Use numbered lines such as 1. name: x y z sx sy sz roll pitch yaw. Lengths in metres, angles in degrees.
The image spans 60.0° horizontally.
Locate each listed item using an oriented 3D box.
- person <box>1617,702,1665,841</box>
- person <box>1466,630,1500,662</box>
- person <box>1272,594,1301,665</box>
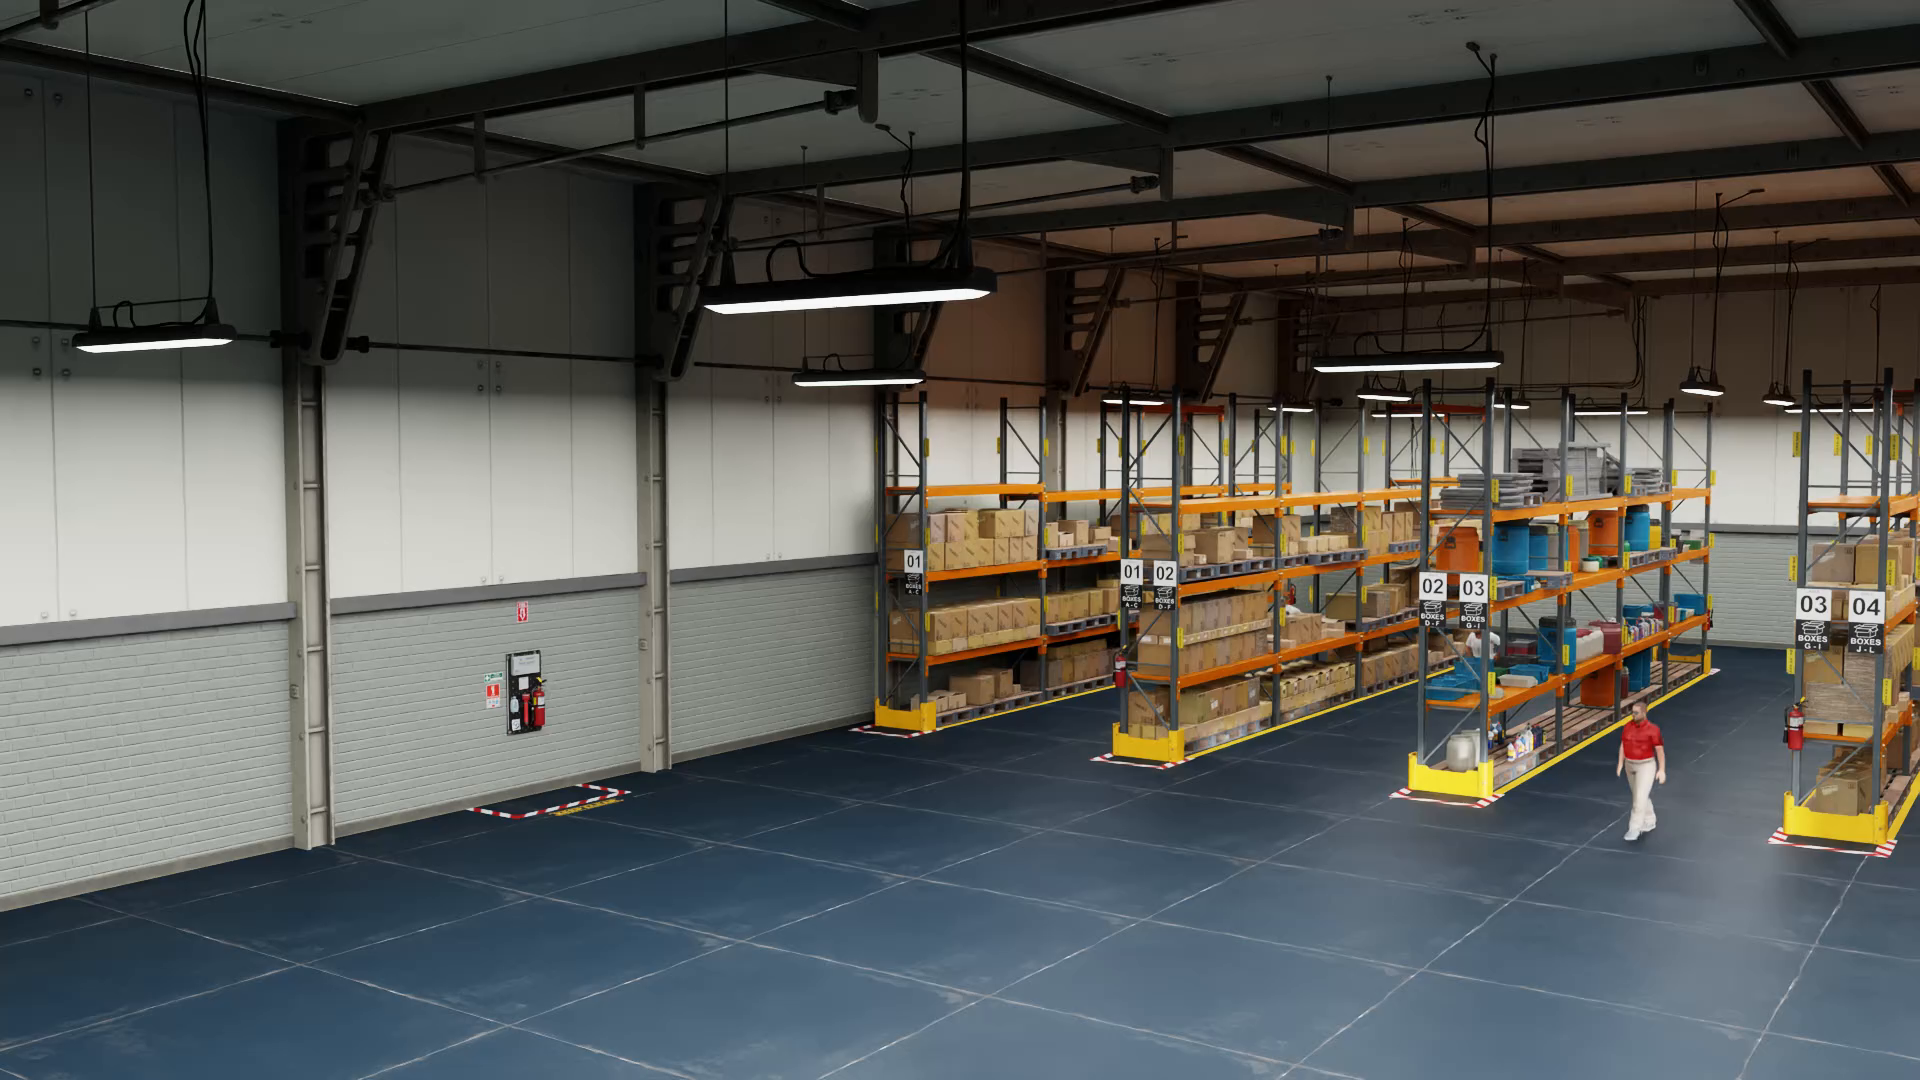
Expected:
1. person: 8.720 2.941 21.430 0.884 1.690 0.591 -2 4 -26
2. person: 10.239 2.370 32.441 0.750 1.664 0.683 3 4 43
3. person: 7.454 2.064 37.863 0.693 1.686 0.729 3 4 42
